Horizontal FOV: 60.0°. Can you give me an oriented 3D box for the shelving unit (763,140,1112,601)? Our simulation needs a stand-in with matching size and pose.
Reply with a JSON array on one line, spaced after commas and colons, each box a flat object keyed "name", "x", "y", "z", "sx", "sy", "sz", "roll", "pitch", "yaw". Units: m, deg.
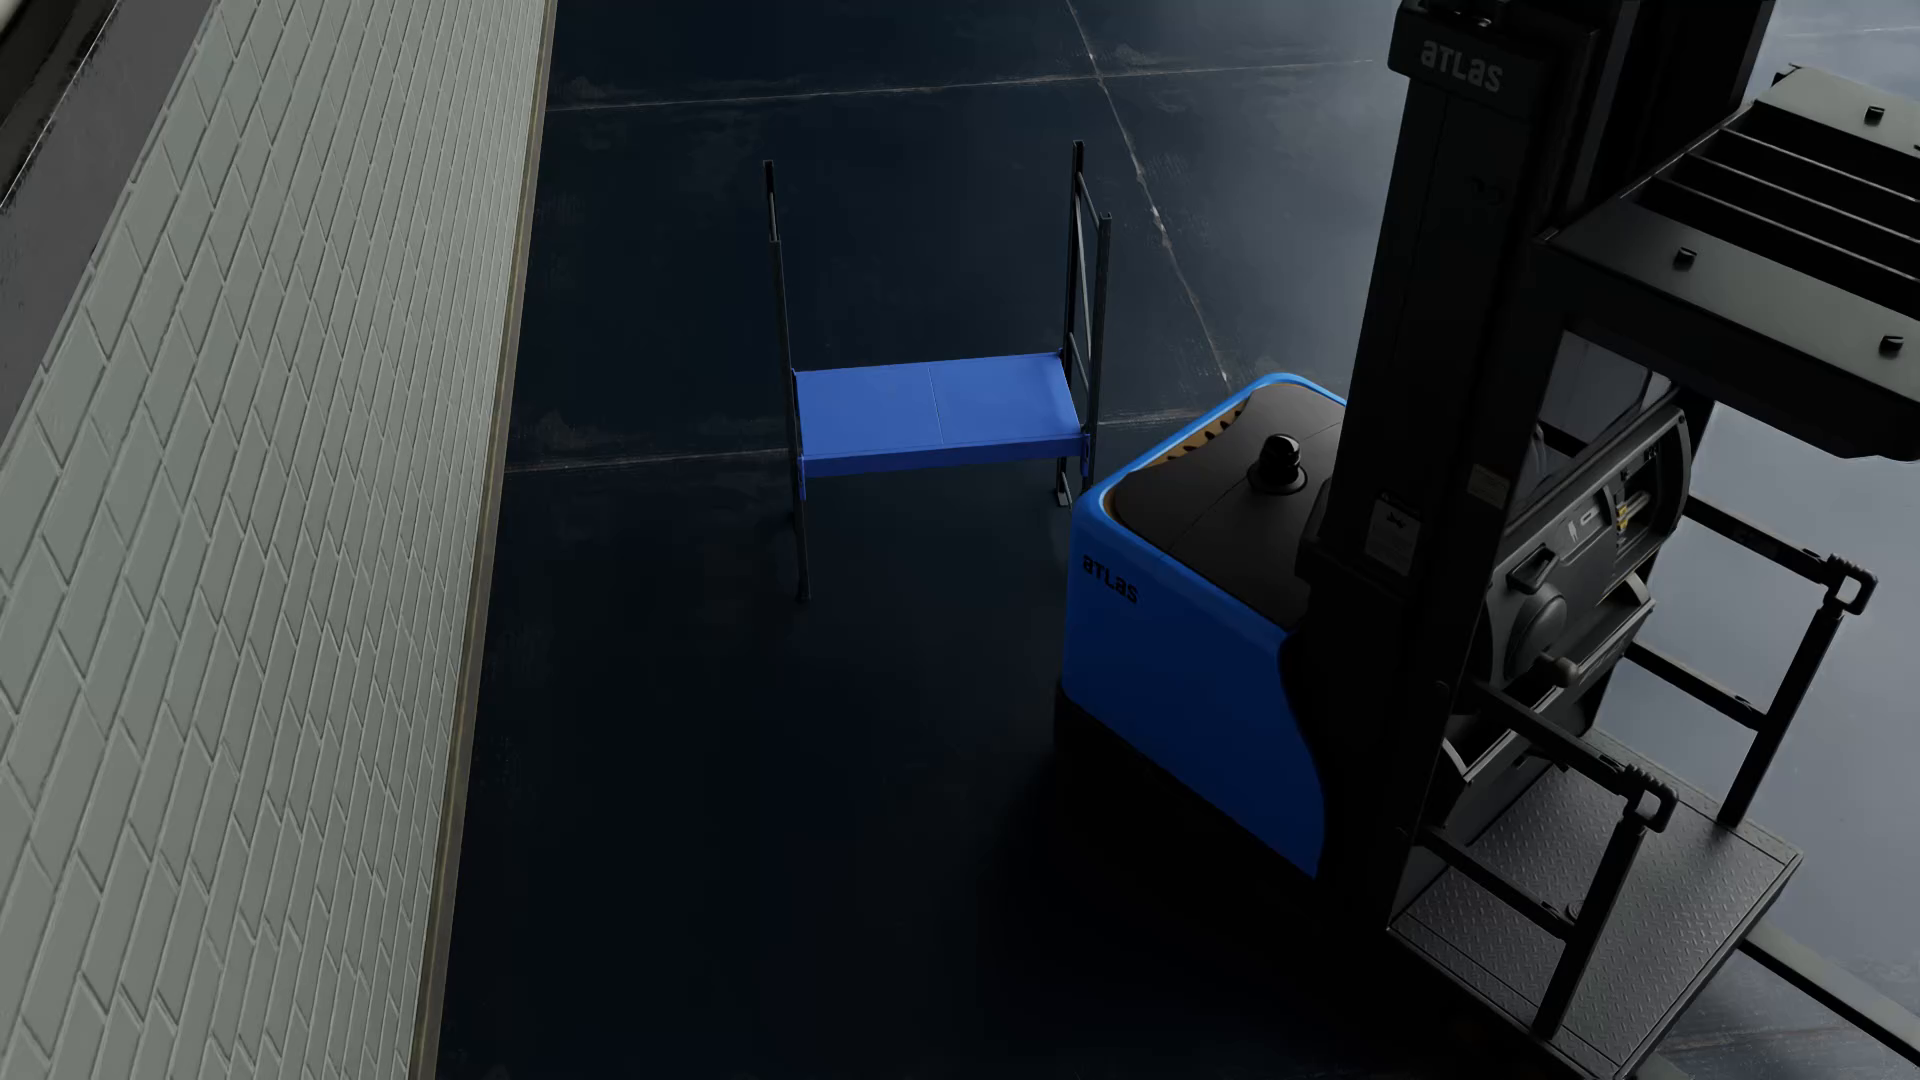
[{"name": "shelving unit", "x": -0.085, "y": -0.549, "z": 5.739, "sx": 1.048, "sy": 1.500, "sz": 0.538, "roll": -5, "pitch": 42, "yaw": -6}]

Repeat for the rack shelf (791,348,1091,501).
[{"name": "rack shelf", "x": -0.085, "y": -0.416, "z": 5.860, "sx": 1.000, "sy": 0.185, "sz": 0.538, "roll": -5, "pitch": 42, "yaw": -6}]

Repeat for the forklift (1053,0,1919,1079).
[{"name": "forklift", "x": 1.688, "y": 0.089, "z": 3.963, "sx": 1.130, "sy": 2.935, "sz": 3.031, "roll": -33, "pitch": 51, "yaw": -31}]

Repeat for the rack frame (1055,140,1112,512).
[{"name": "rack frame", "x": 0.419, "y": -0.594, "z": 5.788, "sx": 0.032, "sy": 1.500, "sz": 0.500, "roll": -5, "pitch": 42, "yaw": -6}]

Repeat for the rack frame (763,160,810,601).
[{"name": "rack frame", "x": -0.589, "y": -0.505, "z": 5.690, "sx": 0.032, "sy": 1.500, "sz": 0.500, "roll": -5, "pitch": 42, "yaw": -6}]
